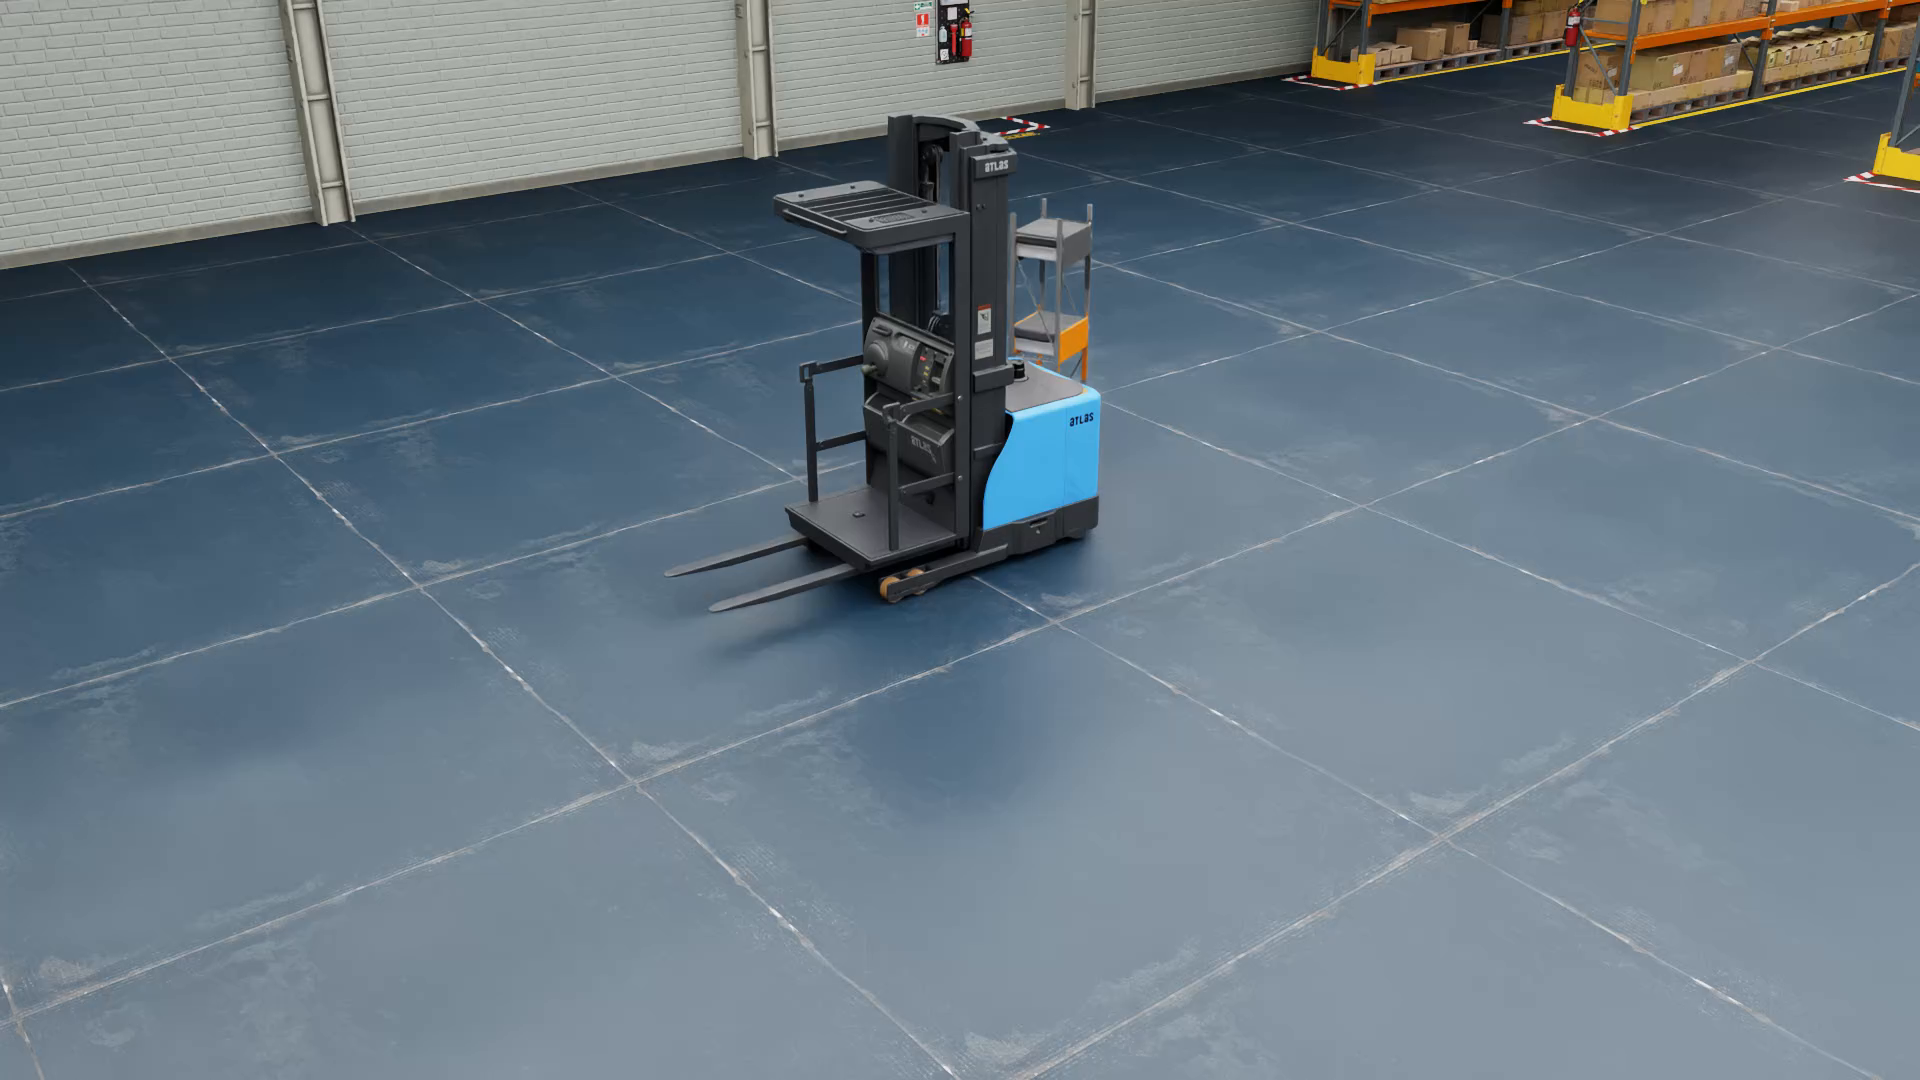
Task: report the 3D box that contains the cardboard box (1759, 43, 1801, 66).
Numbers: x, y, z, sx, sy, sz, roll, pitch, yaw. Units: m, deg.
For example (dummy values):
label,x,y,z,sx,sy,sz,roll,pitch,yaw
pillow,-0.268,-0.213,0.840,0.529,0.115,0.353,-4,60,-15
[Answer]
label,x,y,z,sx,sy,sz,roll,pitch,yaw
cardboard box,13.708,-8.157,27.863,0.500,0.311,0.500,-19,31,-35

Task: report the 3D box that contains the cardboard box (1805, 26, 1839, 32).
label,x,y,z,sx,sy,sz,roll,pitch,yaw
cardboard box,15.386,-9.004,29.689,0.500,0.311,0.500,-17,30,-32

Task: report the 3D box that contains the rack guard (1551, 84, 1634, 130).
label,x,y,z,sx,sy,sz,roll,pitch,yaw
rack guard,9.665,-6.627,25.435,0.348,0.500,1.175,-18,31,-34

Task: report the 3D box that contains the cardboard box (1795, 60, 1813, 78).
label,x,y,z,sx,sy,sz,roll,pitch,yaw
cardboard box,14.111,-8.040,28.277,0.500,0.250,0.500,-19,31,-36

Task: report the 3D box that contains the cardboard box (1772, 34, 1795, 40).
label,x,y,z,sx,sy,sz,roll,pitch,yaw
cardboard box,14.171,-8.599,28.817,0.500,0.311,0.500,-19,31,-35

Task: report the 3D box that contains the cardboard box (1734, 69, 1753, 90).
label,x,y,z,sx,sy,sz,roll,pitch,yaw
cardboard box,12.602,-7.556,27.236,0.500,0.250,0.500,-18,31,-34

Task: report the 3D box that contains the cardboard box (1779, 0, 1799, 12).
label,x,y,z,sx,sy,sz,roll,pitch,yaw
cardboard box,13.655,-8.854,27.564,0.250,0.149,0.380,-18,31,-34

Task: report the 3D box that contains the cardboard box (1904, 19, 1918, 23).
label,x,y,z,sx,sy,sz,roll,pitch,yaw
cardboard box,17.728,-9.338,30.754,0.500,0.500,0.500,-19,31,-36

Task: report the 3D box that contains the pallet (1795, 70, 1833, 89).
label,x,y,z,sx,sy,sz,roll,pitch,yaw
pallet,14.348,-8.064,28.875,1.213,0.211,1.003,-18,31,-34

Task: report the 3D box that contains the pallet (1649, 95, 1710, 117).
label,x,y,z,sx,sy,sz,roll,pitch,yaw
pallet,11.219,-7.030,26.646,1.213,0.211,1.003,-18,31,-34

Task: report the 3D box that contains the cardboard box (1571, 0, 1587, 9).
label,x,y,z,sx,sy,sz,roll,pitch,yaw
cardboard box,11.898,-10.559,32.495,0.500,0.250,0.500,-18,30,-33

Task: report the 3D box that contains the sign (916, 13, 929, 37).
label,x,y,z,sx,sy,sz,roll,pitch,yaw
sign,-0.547,-7.594,24.507,0.234,0.329,0.001,-18,31,-34

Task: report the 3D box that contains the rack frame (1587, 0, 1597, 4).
label,x,y,z,sx,sy,sz,roll,pitch,yaw
rack frame,12.920,-11.485,32.934,0.127,3.000,1.000,-18,31,-34

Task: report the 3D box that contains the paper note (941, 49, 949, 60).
label,x,y,z,sx,sy,sz,roll,pitch,yaw
paper note,-0.230,-7.265,24.886,0.142,0.148,0.016,-18,31,-34

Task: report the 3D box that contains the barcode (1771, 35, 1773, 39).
label,x,y,z,sx,sy,sz,roll,pitch,yaw
barcode,13.290,-8.235,27.238,0.075,0.075,0.001,-18,31,-34

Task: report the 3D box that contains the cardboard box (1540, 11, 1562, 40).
label,x,y,z,sx,sy,sz,roll,pitch,yaw
cardboard box,11.143,-9.978,32.134,0.500,0.500,0.700,-18,30,-33

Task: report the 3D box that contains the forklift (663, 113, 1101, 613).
label,x,y,z,sx,sy,sz,roll,pitch,yaw
forklift,-0.507,-1.173,10.796,3.031,2.935,1.130,-17,30,-32

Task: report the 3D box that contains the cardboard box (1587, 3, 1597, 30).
label,x,y,z,sx,sy,sz,roll,pitch,yaw
cardboard box,12.385,-10.346,32.927,0.500,0.500,0.700,-18,30,-33

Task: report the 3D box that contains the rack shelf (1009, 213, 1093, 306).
label,x,y,z,sx,sy,sz,roll,pitch,yaw
rack shelf,0.657,-2.031,12.000,0.431,0.518,0.480,13,28,26

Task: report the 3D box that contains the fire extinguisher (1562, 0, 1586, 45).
label,x,y,z,sx,sy,sz,roll,pitch,yaw
fire extinguisher,9.304,-7.855,25.204,0.183,0.674,0.296,-18,31,-34

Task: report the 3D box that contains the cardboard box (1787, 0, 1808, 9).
label,x,y,z,sx,sy,sz,roll,pitch,yaw
cardboard box,13.861,-9.182,27.853,0.500,0.500,0.500,-16,29,-30

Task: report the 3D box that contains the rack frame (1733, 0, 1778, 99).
label,x,y,z,sx,sy,sz,roll,pitch,yaw
rack frame,12.832,-8.806,27.161,0.127,3.000,1.000,-18,31,-34

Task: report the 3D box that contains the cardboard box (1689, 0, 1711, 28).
label,x,y,z,sx,sy,sz,roll,pitch,yaw
cardboard box,11.276,-8.332,26.022,0.500,0.500,0.700,-17,30,-33

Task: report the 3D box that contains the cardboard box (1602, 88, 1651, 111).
label,x,y,z,sx,sy,sz,roll,pitch,yaw
cardboard box,10.243,-6.776,25.554,0.500,0.250,0.500,-18,31,-34

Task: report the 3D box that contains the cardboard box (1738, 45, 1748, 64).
label,x,y,z,sx,sy,sz,roll,pitch,yaw
cardboard box,12.974,-8.204,27.965,0.500,0.311,0.500,-18,31,-34

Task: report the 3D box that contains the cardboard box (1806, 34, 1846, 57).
label,x,y,z,sx,sy,sz,roll,pitch,yaw
cardboard box,14.915,-8.558,28.727,0.500,0.311,0.500,-18,31,-34

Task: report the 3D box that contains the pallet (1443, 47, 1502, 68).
label,x,y,z,sx,sy,sz,roll,pitch,yaw
pallet,9.265,-8.995,30.881,1.213,0.211,1.003,-18,31,-34

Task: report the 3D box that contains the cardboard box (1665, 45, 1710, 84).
label,x,y,z,sx,sy,sz,roll,pitch,yaw
cardboard box,11.425,-7.505,26.234,0.500,0.500,0.500,-18,31,-34

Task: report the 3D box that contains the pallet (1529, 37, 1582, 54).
label,x,y,z,sx,sy,sz,roll,pitch,yaw
pallet,11.345,-9.702,32.405,1.213,0.211,1.003,-18,31,-34

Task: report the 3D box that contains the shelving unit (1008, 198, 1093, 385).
label,x,y,z,sx,sy,sz,roll,pitch,yaw
shelving unit,0.656,-1.408,12.288,0.431,2.100,0.503,13,28,26

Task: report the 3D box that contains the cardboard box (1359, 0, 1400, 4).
label,x,y,z,sx,sy,sz,roll,pitch,yaw
cardboard box,7.204,-9.369,28.530,0.500,0.250,0.500,-19,31,-35

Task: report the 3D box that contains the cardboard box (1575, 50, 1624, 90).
label,x,y,z,sx,sy,sz,roll,pitch,yaw
cardboard box,9.923,-7.288,25.767,0.500,0.500,0.500,-18,31,-34

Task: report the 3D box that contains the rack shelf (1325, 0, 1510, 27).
label,x,y,z,sx,sy,sz,roll,pitch,yaw
rack shelf,8.198,-9.600,29.727,4.000,0.370,1.077,-18,31,-34

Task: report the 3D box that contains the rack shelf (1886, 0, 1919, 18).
label,x,y,z,sx,sy,sz,roll,pitch,yaw
rack shelf,17.553,-10.038,30.671,4.000,0.370,1.077,-18,31,-34

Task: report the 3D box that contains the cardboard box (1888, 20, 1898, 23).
label,x,y,z,sx,sy,sz,roll,pitch,yaw
cardboard box,16.978,-9.366,30.814,0.500,0.500,0.500,-20,31,-36

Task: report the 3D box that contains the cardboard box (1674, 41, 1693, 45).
label,x,y,z,sx,sy,sz,roll,pitch,yaw
cardboard box,11.487,-7.813,26.897,0.500,0.500,0.500,-18,31,-34

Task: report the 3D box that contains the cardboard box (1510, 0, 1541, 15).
label,x,y,z,sx,sy,sz,roll,pitch,yaw
cardboard box,10.686,-10.164,31.643,0.500,0.250,0.500,-19,31,-35

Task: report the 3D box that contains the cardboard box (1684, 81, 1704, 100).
label,x,y,z,sx,sy,sz,roll,pitch,yaw
cardboard box,11.425,-7.165,26.392,0.500,0.250,0.500,-18,31,-34

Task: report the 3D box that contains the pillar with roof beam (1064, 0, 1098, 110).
label,x,y,z,sx,sy,sz,roll,pitch,yaw
pillar with roof beam,4.576,-9.612,21.771,0.400,9.000,9.100,-18,31,-34

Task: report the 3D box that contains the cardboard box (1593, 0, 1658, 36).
label,x,y,z,sx,sy,sz,roll,pitch,yaw
cardboard box,10.059,-7.929,25.153,0.500,0.500,0.700,-18,31,-34

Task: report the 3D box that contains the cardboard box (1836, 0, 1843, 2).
label,x,y,z,sx,sy,sz,roll,pitch,yaw
cardboard box,15.011,-9.381,28.699,0.250,0.149,0.380,-16,29,-30

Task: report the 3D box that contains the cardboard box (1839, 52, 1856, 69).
label,x,y,z,sx,sy,sz,roll,pitch,yaw
cardboard box,15.313,-8.436,29.131,0.500,0.250,0.500,-19,31,-35

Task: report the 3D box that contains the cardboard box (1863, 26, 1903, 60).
label,x,y,z,sx,sy,sz,roll,pitch,yaw
cardboard box,16.514,-8.934,29.884,0.500,0.500,0.500,-17,30,-32

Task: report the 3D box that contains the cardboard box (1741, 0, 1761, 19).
label,x,y,z,sx,sy,sz,roll,pitch,yaw
cardboard box,12.487,-8.734,26.887,0.500,0.500,0.700,-19,31,-35

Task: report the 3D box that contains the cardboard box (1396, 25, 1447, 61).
label,x,y,z,sx,sy,sz,roll,pitch,yaw
cardboard box,8.281,-8.945,29.906,0.500,0.500,0.700,-21,32,-37

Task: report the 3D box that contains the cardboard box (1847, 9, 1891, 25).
label,x,y,z,sx,sy,sz,roll,pitch,yaw
cardboard box,16.612,-9.588,30.401,0.500,0.250,0.500,-17,30,-32
